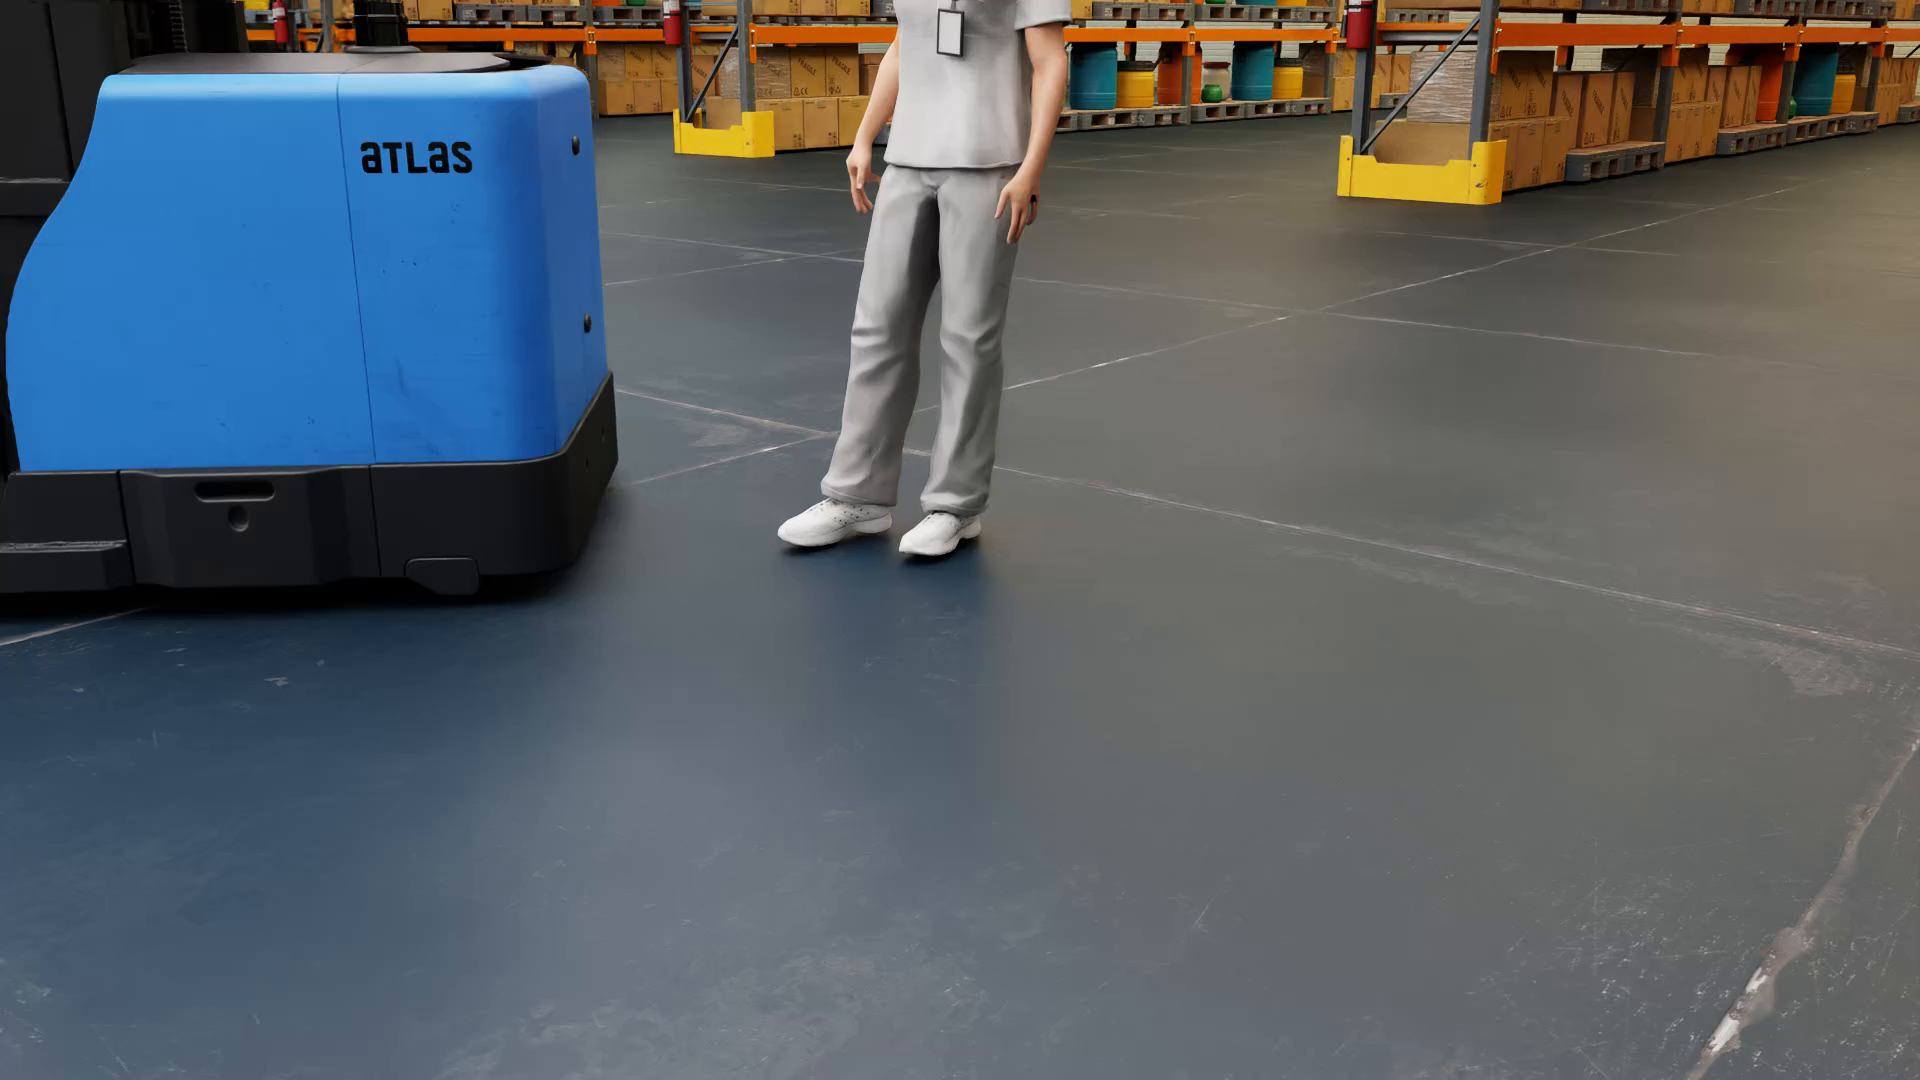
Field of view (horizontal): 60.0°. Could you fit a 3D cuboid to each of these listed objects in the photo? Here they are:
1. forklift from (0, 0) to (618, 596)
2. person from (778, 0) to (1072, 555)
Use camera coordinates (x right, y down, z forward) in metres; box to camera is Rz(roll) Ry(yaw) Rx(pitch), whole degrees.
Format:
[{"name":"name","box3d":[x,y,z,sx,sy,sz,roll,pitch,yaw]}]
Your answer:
[{"name":"forklift","box3d":[-2.371,-1.378,3.434,3.031,2.935,1.130,-1,17,-5]},{"name":"person","box3d":[-0.058,-0.795,3.650,0.549,1.674,0.548,13,21,37]}]
